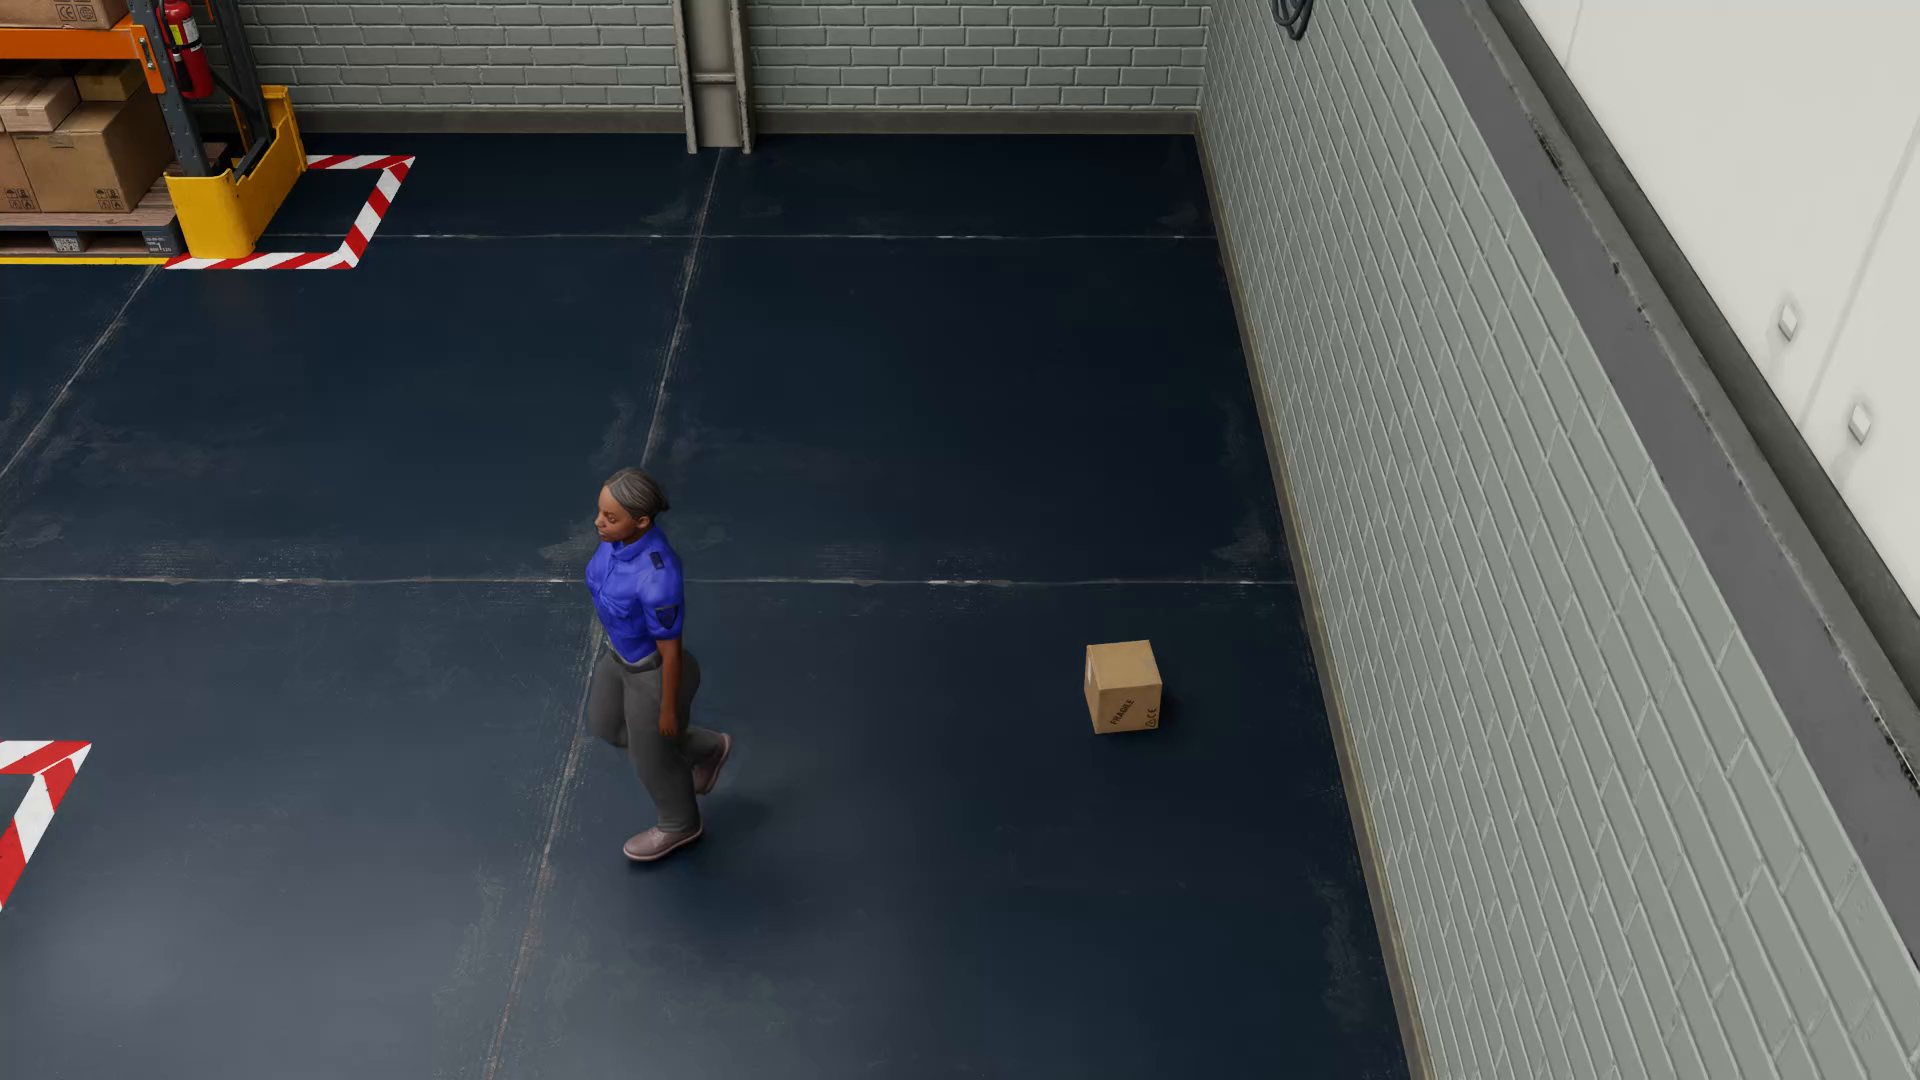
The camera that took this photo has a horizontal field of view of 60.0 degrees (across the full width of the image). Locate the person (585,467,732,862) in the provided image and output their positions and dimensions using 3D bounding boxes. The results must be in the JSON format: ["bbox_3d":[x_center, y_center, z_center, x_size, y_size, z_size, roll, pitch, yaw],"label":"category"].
[{"bbox_3d":[-1.021,0.421,5.613,0.485,1.646,0.466,-18,43,-21],"label":"person"}]
